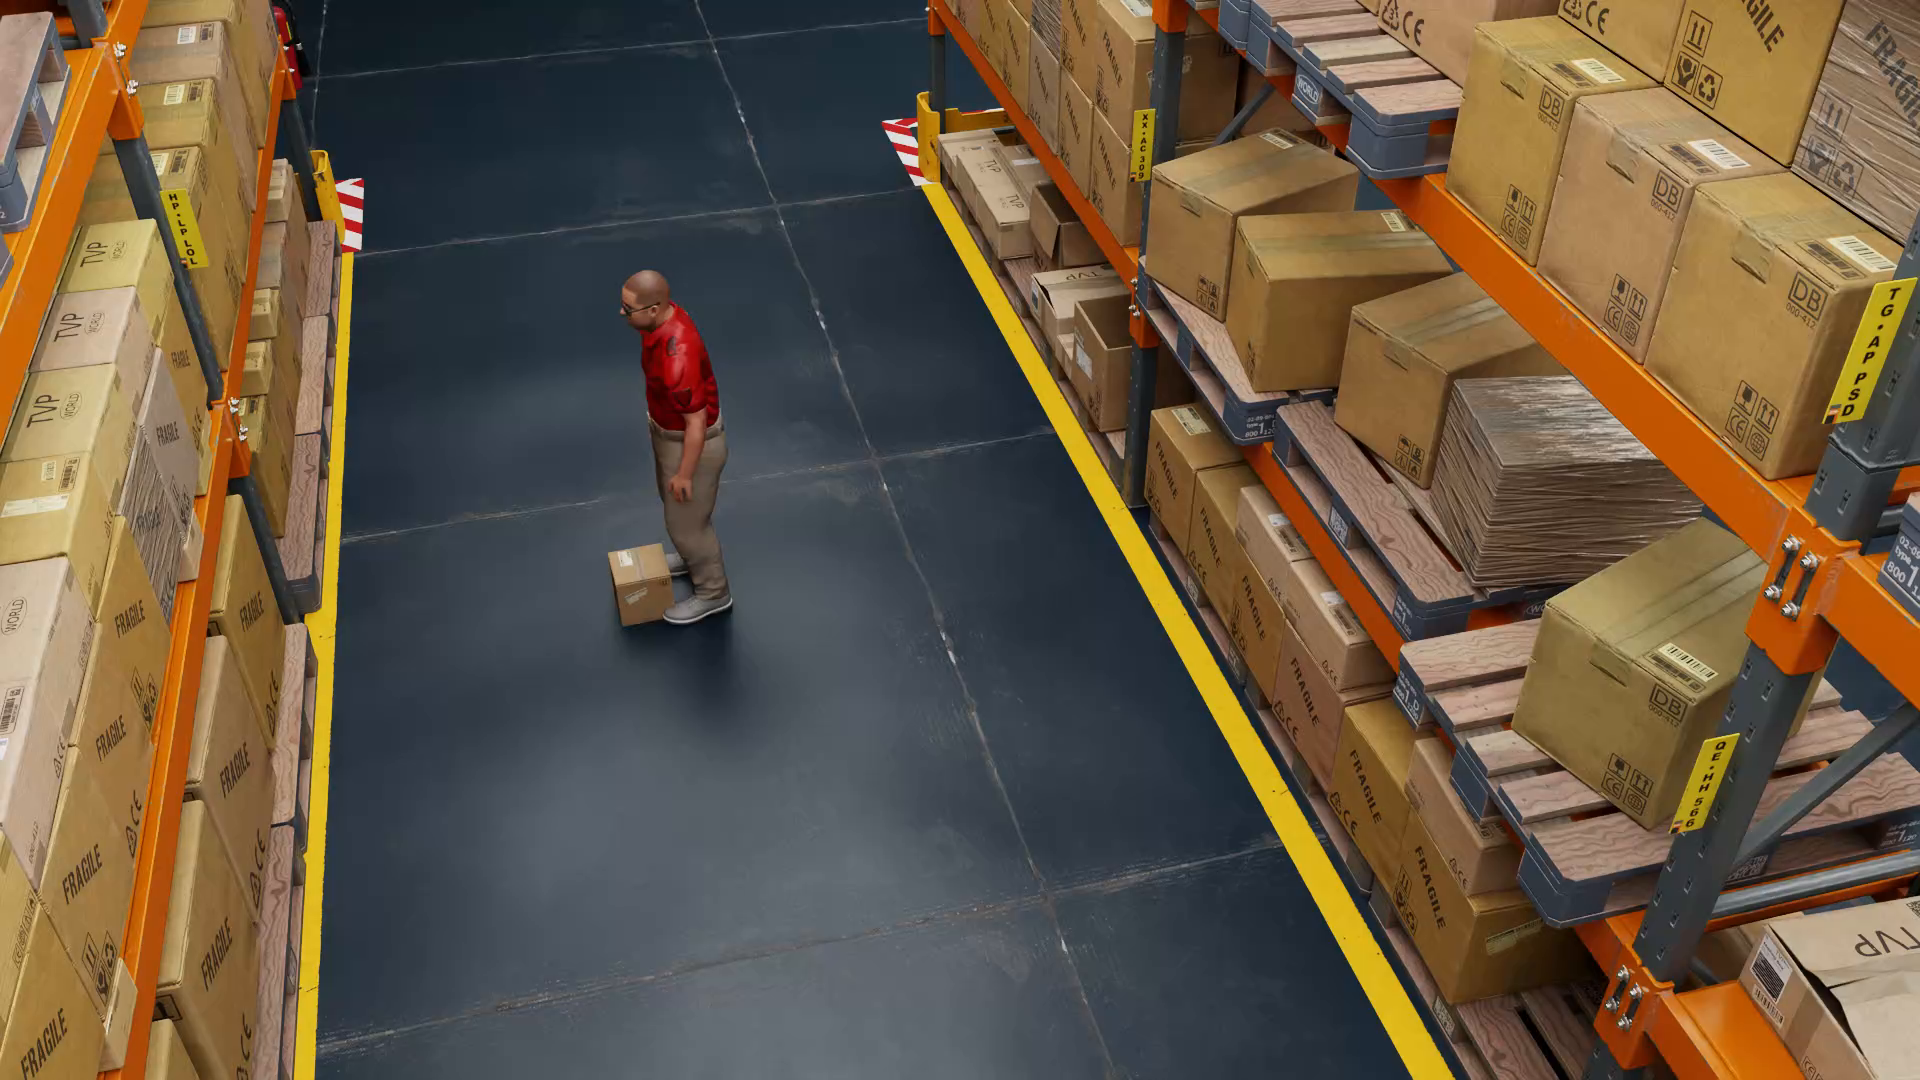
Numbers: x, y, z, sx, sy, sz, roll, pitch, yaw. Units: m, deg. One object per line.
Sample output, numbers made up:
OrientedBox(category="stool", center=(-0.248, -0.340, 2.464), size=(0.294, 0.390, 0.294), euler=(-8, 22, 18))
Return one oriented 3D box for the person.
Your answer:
OrientedBox(category="person", center=(-1.221, -0.422, 7.267), size=(0.383, 1.727, 0.601), euler=(-11, 39, -13))
